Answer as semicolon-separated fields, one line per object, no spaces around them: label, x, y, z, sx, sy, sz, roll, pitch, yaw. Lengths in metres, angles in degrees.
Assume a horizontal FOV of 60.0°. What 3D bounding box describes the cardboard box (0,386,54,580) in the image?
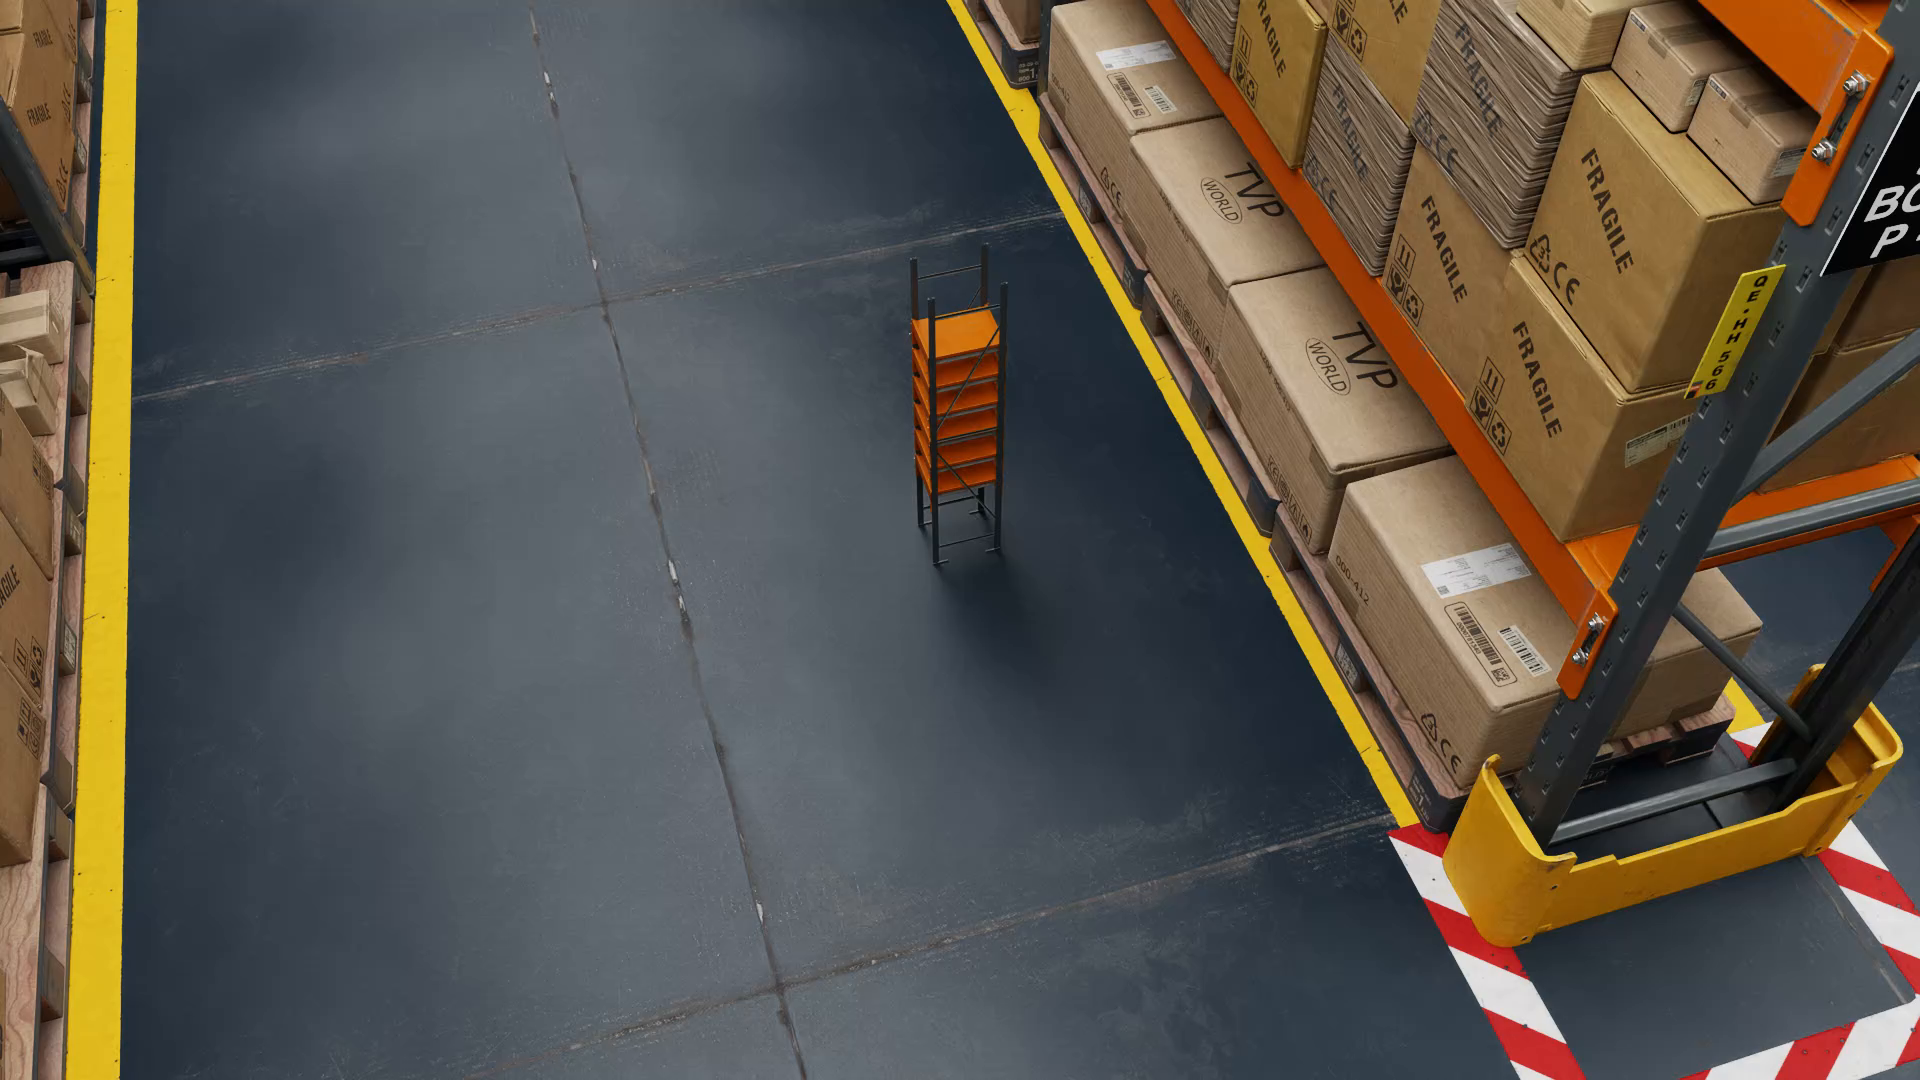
cardboard box;-3.336;-0.124;5.253;0.700;0.500;0.500;-15;52;-12

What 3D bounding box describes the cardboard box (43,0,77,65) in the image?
cardboard box;-4.144;-2.343;7.123;0.500;0.500;0.500;-15;51;-12

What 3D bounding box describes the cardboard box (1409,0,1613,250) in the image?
cardboard box;1.465;-1.088;3.986;0.500;0.500;0.500;-13;51;-11

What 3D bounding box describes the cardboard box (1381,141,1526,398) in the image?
cardboard box;1.488;-0.755;4.359;0.500;0.500;0.500;-14;51;-12

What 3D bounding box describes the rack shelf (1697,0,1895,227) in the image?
rack shelf;1.426;-2.256;4.198;1.077;0.370;4.000;-13;51;-11

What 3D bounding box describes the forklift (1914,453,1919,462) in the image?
forklift;3.933;-1.652;5.226;1.130;2.935;3.031;6;50;5

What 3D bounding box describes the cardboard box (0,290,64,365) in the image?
cardboard box;-3.460;-0.732;5.996;0.380;0.149;0.250;-15;51;-12

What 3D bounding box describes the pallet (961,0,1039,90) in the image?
pallet;0.535;-2.629;7.828;1.003;0.211;1.213;-13;51;-11

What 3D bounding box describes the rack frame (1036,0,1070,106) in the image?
rack frame;0.835;-2.982;6.302;1.000;3.000;0.127;-13;51;-11

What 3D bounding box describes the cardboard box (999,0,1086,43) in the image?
cardboard box;0.575;-2.867;7.320;0.875;0.875;0.875;-12;51;-10

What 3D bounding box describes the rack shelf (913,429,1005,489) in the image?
rack shelf;-0.004;-0.291;5.426;0.258;0.103;0.180;-13;51;-11

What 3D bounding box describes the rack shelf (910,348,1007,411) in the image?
rack shelf;-0.004;-0.523;5.151;0.258;0.103;0.180;-13;51;-11

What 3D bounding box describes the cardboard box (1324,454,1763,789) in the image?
cardboard box;1.727;0.171;5.045;0.875;0.438;0.875;-15;51;-12

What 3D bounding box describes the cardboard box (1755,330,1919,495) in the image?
cardboard box;2.150;-0.508;4.151;0.500;0.500;0.500;-14;51;-11

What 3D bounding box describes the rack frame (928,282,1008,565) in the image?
rack frame;0.023;-0.330;5.244;0.240;1.200;0.006;-13;51;-11

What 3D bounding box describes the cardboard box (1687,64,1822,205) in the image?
cardboard box;1.720;-0.840;3.353;0.380;0.149;0.250;-13;51;-10

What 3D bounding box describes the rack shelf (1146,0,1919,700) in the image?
rack shelf;1.426;-1.289;5.345;1.077;0.370;4.000;-13;51;-11

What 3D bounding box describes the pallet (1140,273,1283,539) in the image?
pallet;1.349;-0.617;6.132;1.003;0.211;1.213;-13;51;-11

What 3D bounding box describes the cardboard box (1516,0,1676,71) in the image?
cardboard box;1.466;-1.190;3.648;0.380;0.149;0.250;-14;51;-11

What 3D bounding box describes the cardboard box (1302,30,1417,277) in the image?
cardboard box;1.327;-1.128;4.674;0.500;0.500;0.500;-12;51;-10

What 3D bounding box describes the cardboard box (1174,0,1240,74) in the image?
cardboard box;1.009;-1.879;5.306;0.500;0.500;0.500;-13;51;-11

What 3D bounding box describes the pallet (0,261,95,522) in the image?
pallet;-3.704;-0.456;5.996;1.003;0.211;1.213;-13;51;-11

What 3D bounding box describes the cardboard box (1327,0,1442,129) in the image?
cardboard box;1.322;-1.450;4.291;0.500;0.500;0.500;-14;51;-11

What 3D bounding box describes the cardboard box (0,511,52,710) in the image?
cardboard box;-3.090;0.225;4.958;0.500;0.500;0.500;-12;51;-10

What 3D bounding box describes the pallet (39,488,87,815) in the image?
pallet;-3.339;0.437;5.244;1.003;0.211;1.213;-13;51;-11

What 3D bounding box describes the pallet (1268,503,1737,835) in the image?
pallet;1.707;0.272;5.382;1.003;0.211;1.213;-13;51;-11

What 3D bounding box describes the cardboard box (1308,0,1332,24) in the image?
cardboard box;1.175;-1.818;4.601;0.500;0.500;0.500;-14;51;-11

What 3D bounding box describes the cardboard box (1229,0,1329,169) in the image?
cardboard box;1.162;-1.502;4.989;0.500;0.500;0.500;-12;51;-10

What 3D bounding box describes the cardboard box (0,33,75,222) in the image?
cardboard box;-3.834;-1.590;6.489;0.500;0.500;0.500;-11;51;-9

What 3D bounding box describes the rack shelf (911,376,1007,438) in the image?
rack shelf;-0.004;-0.446;5.242;0.258;0.103;0.180;-13;51;-11

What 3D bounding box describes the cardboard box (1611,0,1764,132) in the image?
cardboard box;1.622;-1.020;3.505;0.380;0.149;0.250;-12;51;-10

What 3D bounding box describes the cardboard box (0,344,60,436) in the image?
cardboard box;-3.355;-0.509;5.731;0.396;0.266;0.258;-12;51;-10

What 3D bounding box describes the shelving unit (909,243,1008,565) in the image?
shelving unit;-0.004;-0.397;5.300;0.258;1.200;0.189;-13;51;-11

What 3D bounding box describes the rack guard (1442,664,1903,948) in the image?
rack guard;2.025;0.763;4.780;1.175;0.500;0.348;-13;51;-11

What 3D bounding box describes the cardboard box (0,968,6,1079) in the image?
cardboard box;-2.813;1.266;4.079;0.797;0.503;0.637;-15;52;-12

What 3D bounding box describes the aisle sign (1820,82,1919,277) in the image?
aisle sign;1.743;-0.775;2.741;0.394;0.787;0.004;-13;51;-11

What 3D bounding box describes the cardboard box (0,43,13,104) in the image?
cardboard box;-3.758;-1.717;6.172;0.380;0.149;0.250;-11;51;-9

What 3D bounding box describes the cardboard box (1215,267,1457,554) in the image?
cardboard box;1.448;-0.496;5.607;0.875;0.438;0.875;-12;51;-10

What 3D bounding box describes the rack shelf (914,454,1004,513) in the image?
rack shelf;-0.004;-0.214;5.518;0.258;0.103;0.180;-13;51;-11

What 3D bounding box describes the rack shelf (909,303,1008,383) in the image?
rack shelf;-0.004;-0.601;5.059;0.258;0.103;0.180;-13;51;-11

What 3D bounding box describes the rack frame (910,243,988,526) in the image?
rack frame;-0.031;-0.464;5.357;0.240;1.200;0.006;-13;51;-11

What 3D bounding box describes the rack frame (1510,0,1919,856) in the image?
rack frame;2.018;-0.060;3.839;1.000;3.000;0.127;-13;51;-11

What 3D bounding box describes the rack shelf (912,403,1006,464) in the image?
rack shelf;-0.004;-0.369;5.334;0.258;0.103;0.180;-13;51;-11

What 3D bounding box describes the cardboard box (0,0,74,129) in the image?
cardboard box;-4.001;-1.977;6.815;0.500;0.500;0.500;-14;51;-11

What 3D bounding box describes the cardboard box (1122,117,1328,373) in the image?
cardboard box;1.183;-1.154;6.162;0.875;0.438;0.875;-15;51;-12

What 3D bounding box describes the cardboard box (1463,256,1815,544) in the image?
cardboard box;1.622;-0.385;4.047;0.500;0.500;0.500;-13;51;-11

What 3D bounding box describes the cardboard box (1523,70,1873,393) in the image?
cardboard box;1.648;-0.713;3.670;0.500;0.500;0.500;-12;51;-10

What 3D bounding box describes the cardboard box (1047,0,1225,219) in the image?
cardboard box;0.918;-1.808;6.714;0.875;0.438;0.875;-14;51;-12

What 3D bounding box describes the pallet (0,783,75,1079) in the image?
pallet;-2.982;1.326;4.494;1.003;0.211;1.213;-13;51;-11

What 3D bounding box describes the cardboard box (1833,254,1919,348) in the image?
cardboard box;2.148;-0.830;3.768;0.500;0.500;0.500;-14;51;-12

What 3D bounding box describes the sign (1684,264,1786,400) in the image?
sign;1.495;-0.397;3.211;0.100;0.325;0.005;-13;51;-11

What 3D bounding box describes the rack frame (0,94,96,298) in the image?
rack frame;-3.906;-1.856;5.353;1.000;3.000;0.127;-13;51;-11

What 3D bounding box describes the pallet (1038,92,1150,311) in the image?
pallet;0.985;-1.510;6.885;1.003;0.211;1.213;-13;51;-11

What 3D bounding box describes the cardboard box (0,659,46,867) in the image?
cardboard box;-3.029;0.634;4.614;0.700;0.500;0.500;-11;51;-9

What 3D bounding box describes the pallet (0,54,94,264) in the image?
pallet;-4.182;-1.543;6.913;1.003;0.211;1.213;-13;51;-11

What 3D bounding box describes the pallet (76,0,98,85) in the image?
pallet;-4.547;-2.436;7.665;1.003;0.211;1.213;-13;51;-11
